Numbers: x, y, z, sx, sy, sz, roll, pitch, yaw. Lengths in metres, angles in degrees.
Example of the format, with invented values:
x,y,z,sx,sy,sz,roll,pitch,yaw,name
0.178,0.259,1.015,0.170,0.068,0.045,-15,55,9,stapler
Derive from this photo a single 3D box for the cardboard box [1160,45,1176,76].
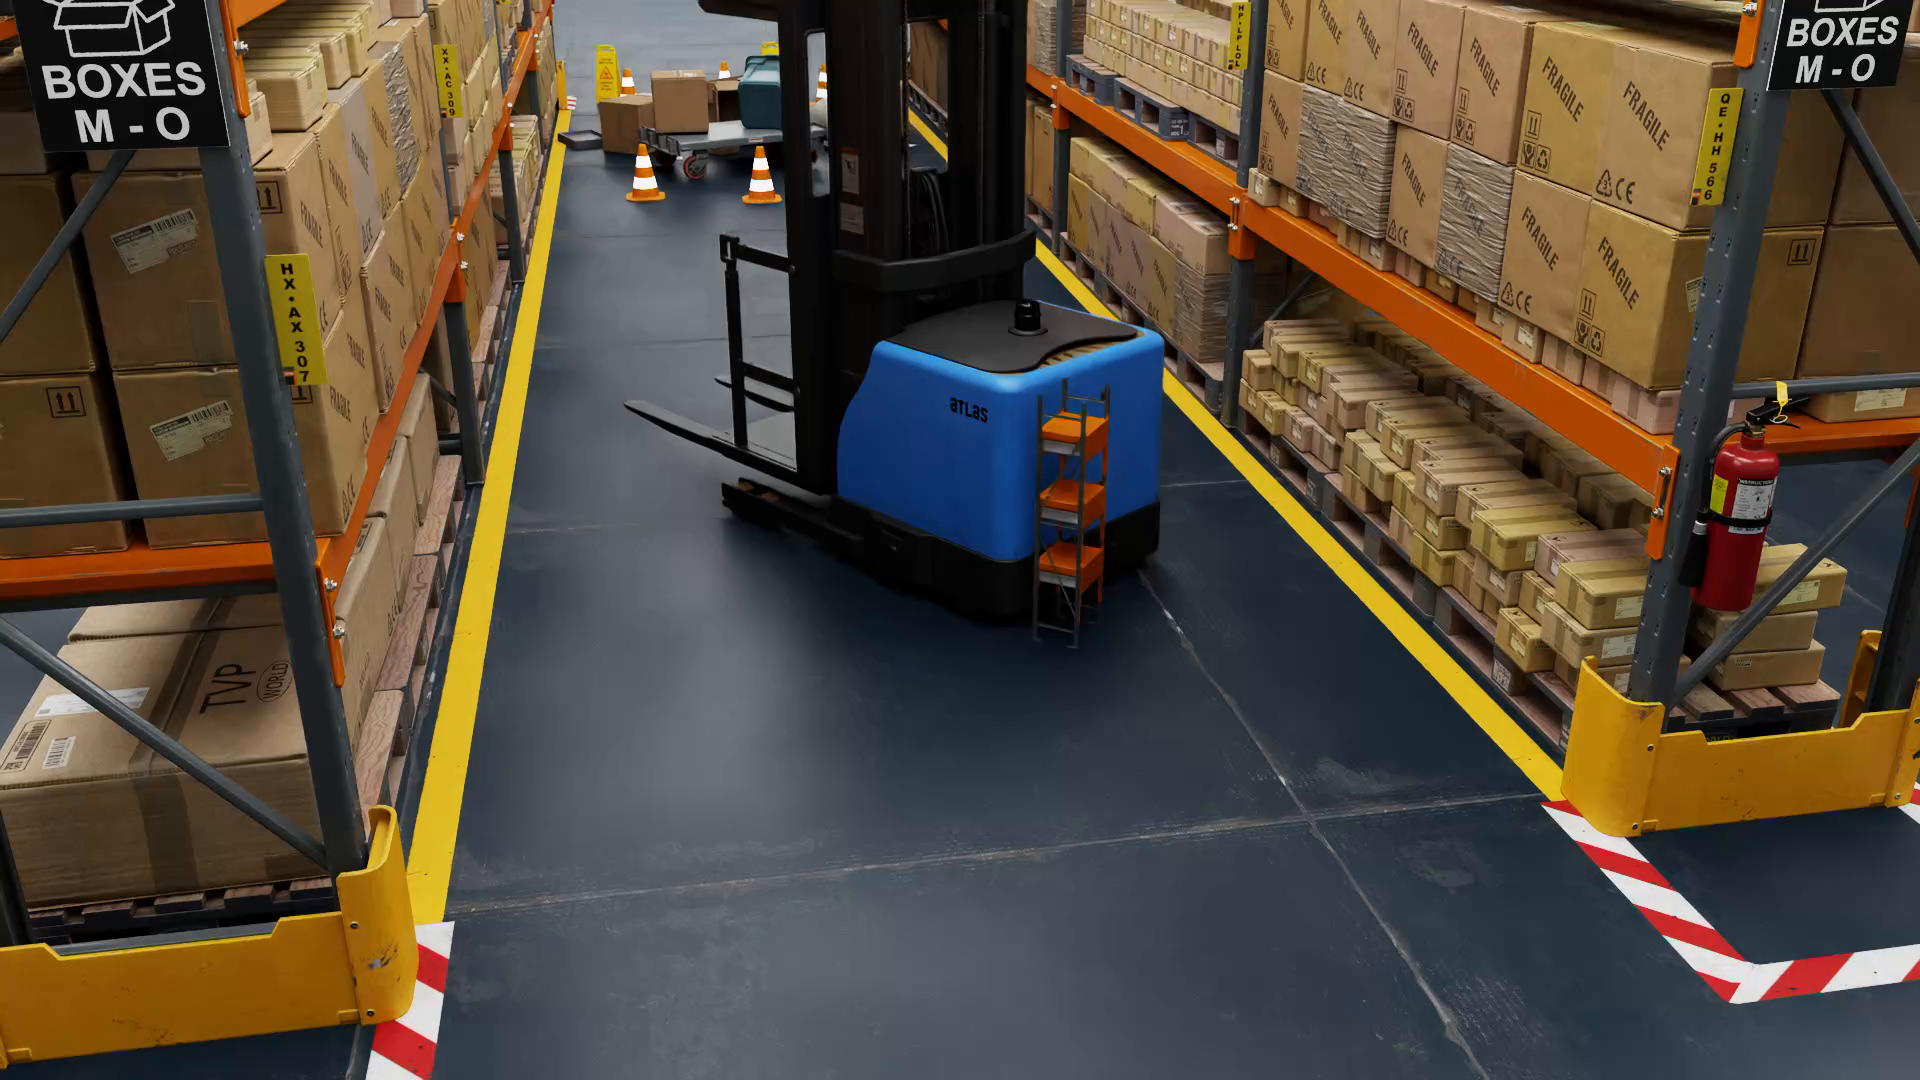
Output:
x,y,z,sx,sy,sz,roll,pitch,yaw,name
1.433,-2.914,10.092,0.380,0.149,0.250,-4,24,-10,cardboard box

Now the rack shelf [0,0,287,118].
x,y,z,sx,sy,sz,roll,pitch,yaw,name
-2.528,-1.893,5.487,1.077,0.370,4.000,-4,24,-10,rack shelf

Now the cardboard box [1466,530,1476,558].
x,y,z,sx,sy,sz,roll,pitch,yaw,name
2.263,0.007,6.653,0.380,0.149,0.250,-5,24,-10,cardboard box

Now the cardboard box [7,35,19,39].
x,y,z,sx,sy,sz,roll,pitch,yaw,name
-10.092,-5.173,17.508,0.500,0.250,0.500,-5,24,-11,cardboard box

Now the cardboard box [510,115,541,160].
x,y,z,sx,sy,sz,roll,pitch,yaw,name
-4.278,-3.563,14.919,0.950,0.372,0.625,-4,24,-9,cardboard box

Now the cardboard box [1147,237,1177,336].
x,y,z,sx,sy,sz,roll,pitch,yaw,name
1.469,-1.562,10.176,0.500,0.500,0.500,-5,24,-11,cardboard box

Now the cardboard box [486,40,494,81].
x,y,z,sx,sy,sz,roll,pitch,yaw,name
-3.200,-2.995,10.422,0.500,0.250,0.500,-5,24,-11,cardboard box

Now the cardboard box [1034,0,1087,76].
x,y,z,sx,sy,sz,roll,pitch,yaw,name
0.861,-3.817,12.617,0.500,0.500,0.500,-4,24,-10,cardboard box

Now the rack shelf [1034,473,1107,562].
x,y,z,sx,sy,sz,roll,pitch,yaw,name
0.444,-0.091,6.673,0.215,0.259,0.240,11,26,24,rack shelf

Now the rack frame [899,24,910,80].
x,y,z,sx,sy,sz,roll,pitch,yaw,name
-0.271,-6.760,19.481,1.000,3.000,0.127,-4,24,-10,rack frame

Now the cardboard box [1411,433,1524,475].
x,y,z,sx,sy,sz,roll,pitch,yaw,name
2.148,-0.331,7.053,0.380,0.149,0.250,-5,24,-12,cardboard box

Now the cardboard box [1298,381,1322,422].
x,y,z,sx,sy,sz,roll,pitch,yaw,name
1.916,-0.710,8.294,0.380,0.149,0.250,-4,24,-10,cardboard box

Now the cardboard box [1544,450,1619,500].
x,y,z,sx,sy,sz,roll,pitch,yaw,name
2.665,-0.266,6.906,0.380,0.149,0.250,-3,24,-8,cardboard box

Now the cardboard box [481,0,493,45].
x,y,z,sx,sy,sz,roll,pitch,yaw,name
-3.182,-3.326,10.244,0.500,0.500,0.500,-4,24,-9,cardboard box

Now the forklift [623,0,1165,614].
x,y,z,sx,sy,sz,roll,pitch,yaw,name
-0.500,-1.531,7.592,1.130,2.935,3.031,-21,31,-40,forklift

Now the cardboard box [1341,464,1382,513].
x,y,z,sx,sy,sz,roll,pitch,yaw,name
1.979,-0.252,7.616,0.380,0.149,0.250,-5,24,-11,cardboard box

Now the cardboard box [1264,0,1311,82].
x,y,z,sx,sy,sz,roll,pitch,yaw,name
1.792,-2.485,7.947,0.500,0.500,0.500,-4,24,-8,cardboard box

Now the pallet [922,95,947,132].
x,y,z,sx,sy,sz,roll,pitch,yaw,name
0.176,-4.695,18.236,1.003,0.211,1.213,-4,24,-10,pallet

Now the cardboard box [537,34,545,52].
x,y,z,sx,sy,sz,roll,pitch,yaw,name
-4.282,-4.862,16.298,0.380,0.149,0.250,-3,24,-8,cardboard box

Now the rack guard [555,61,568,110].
x,y,z,sx,sy,sz,roll,pitch,yaw,name
-5.103,-5.179,18.983,1.175,0.500,0.348,-4,24,-10,rack guard

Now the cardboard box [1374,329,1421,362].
x,y,z,sx,sy,sz,roll,pitch,yaw,name
2.356,-0.981,8.542,0.380,0.149,0.250,-4,24,-9,cardboard box

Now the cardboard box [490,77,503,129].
x,y,z,sx,sy,sz,roll,pitch,yaw,name
-3.179,-2.759,10.508,0.500,0.250,0.500,-4,24,-9,cardboard box

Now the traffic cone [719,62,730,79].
x,y,z,sx,sy,sz,roll,pitch,yaw,name
-2.742,-5.334,19.385,0.336,0.463,0.334,-4,24,-10,traffic cone

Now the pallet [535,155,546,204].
x,y,z,sx,sy,sz,roll,pitch,yaw,name
-4.232,-3.197,14.806,1.003,0.211,1.213,-4,24,-10,pallet

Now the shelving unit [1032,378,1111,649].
x,y,z,sx,sy,sz,roll,pitch,yaw,name
0.444,-0.101,6.669,0.215,1.050,0.252,11,26,24,shelving unit

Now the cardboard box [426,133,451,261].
x,y,z,sx,sy,sz,roll,pitch,yaw,name
-2.561,-1.517,7.350,0.500,0.500,0.500,-4,24,-9,cardboard box

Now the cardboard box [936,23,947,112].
x,y,z,sx,sy,sz,roll,pitch,yaw,name
0.250,-5.013,17.609,0.875,0.875,0.875,-4,24,-9,cardboard box

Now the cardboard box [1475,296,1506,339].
x,y,z,sx,sy,sz,roll,pitch,yaw,name
2.189,-0.862,6.289,0.380,0.149,0.250,-5,24,-12,cardboard box

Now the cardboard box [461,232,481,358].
x,y,z,sx,sy,sz,roll,pitch,yaw,name
-3.266,-1.446,9.442,0.875,0.875,0.875,-4,24,-8,cardboard box

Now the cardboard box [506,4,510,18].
x,y,z,sx,sy,sz,roll,pitch,yaw,name
-3.702,-4.189,12.573,0.500,0.500,0.500,-4,24,-9,cardboard box

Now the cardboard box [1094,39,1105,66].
x,y,z,sx,sy,sz,roll,pitch,yaw,name
1.142,-3.395,11.564,0.380,0.149,0.250,-3,24,-7,cardboard box

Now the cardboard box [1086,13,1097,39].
x,y,z,sx,sy,sz,roll,pitch,yaw,name
1.100,-3.622,11.714,0.380,0.149,0.250,-3,24,-7,cardboard box

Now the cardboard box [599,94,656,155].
x,y,z,sx,sy,sz,roll,pitch,yaw,name
-3.239,-4.159,16.644,0.500,0.500,0.500,13,27,27,cardboard box

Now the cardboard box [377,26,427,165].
x,y,z,sx,sy,sz,roll,pitch,yaw,name
-2.454,-1.773,6.688,0.500,0.500,0.500,-5,24,-11,cardboard box

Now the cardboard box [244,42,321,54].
x,y,z,sx,sy,sz,roll,pitch,yaw,name
-2.173,-1.432,5.097,0.380,0.149,0.250,-4,24,-9,cardboard box

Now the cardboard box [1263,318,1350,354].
x,y,z,sx,sy,sz,roll,pitch,yaw,name
1.808,-1.048,8.696,0.380,0.149,0.250,-3,24,-8,cardboard box

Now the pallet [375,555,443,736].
x,y,z,sx,sy,sz,roll,pitch,yaw,name
-2.606,0.429,6.503,1.003,0.211,1.213,-4,24,-10,pallet

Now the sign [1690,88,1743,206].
x,y,z,sx,sy,sz,roll,pitch,yaw,name
2.138,-1.109,4.701,0.100,0.325,0.005,-4,24,-10,sign

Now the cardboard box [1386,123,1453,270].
x,y,z,sx,sy,sz,roll,pitch,yaw,name
2.076,-1.405,6.724,0.500,0.500,0.500,-3,24,-7,cardboard box

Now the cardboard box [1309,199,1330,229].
x,y,z,sx,sy,sz,roll,pitch,yaw,name
1.900,-1.592,7.962,0.380,0.149,0.250,-5,24,-12,cardboard box

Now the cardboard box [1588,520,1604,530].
x,y,z,sx,sy,sz,roll,pitch,yaw,name
2.775,-0.025,6.725,0.380,0.149,0.250,-4,24,-8,cardboard box

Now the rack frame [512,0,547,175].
x,y,z,sx,sy,sz,roll,pitch,yaw,name
-4.378,-4.781,14.949,1.000,3.000,0.127,-4,24,-10,rack frame

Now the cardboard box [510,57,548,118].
x,y,z,sx,sy,sz,roll,pitch,yaw,name
-4.221,-4.309,15.842,0.500,0.500,0.500,-3,24,-7,cardboard box

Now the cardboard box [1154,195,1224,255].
x,y,z,sx,sy,sz,roll,pitch,yaw,name
1.480,-1.908,10.033,0.500,0.250,0.500,-3,24,-7,cardboard box

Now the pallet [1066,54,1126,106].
x,y,z,sx,sy,sz,roll,pitch,yaw,name
1.444,-3.253,11.691,1.213,0.211,1.003,-4,24,-10,pallet

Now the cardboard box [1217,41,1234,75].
x,y,z,sx,sy,sz,roll,pitch,yaw,name
1.631,-2.639,9.091,0.380,0.149,0.250,-5,24,-11,cardboard box

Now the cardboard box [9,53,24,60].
x,y,z,sx,sy,sz,roll,pitch,yaw,name
-2.608,-1.392,5.005,0.380,0.149,0.250,-5,24,-10,cardboard box

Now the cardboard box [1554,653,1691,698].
x,y,z,sx,sy,sz,roll,pitch,yaw,name
2.385,0.455,5.997,0.380,0.149,0.250,-4,24,-9,cardboard box

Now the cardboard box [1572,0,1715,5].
x,y,z,sx,sy,sz,roll,pitch,yaw,name
2.594,-1.908,6.625,0.500,0.500,0.500,-5,24,-11,cardboard box

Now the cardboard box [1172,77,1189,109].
x,y,z,sx,sy,sz,roll,pitch,yaw,name
1.484,-2.667,9.898,0.380,0.149,0.250,-5,24,-12,cardboard box

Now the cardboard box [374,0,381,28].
x,y,z,sx,sy,sz,roll,pitch,yaw,name
-2.550,-2.127,6.689,0.380,0.149,0.250,-4,24,-10,cardboard box

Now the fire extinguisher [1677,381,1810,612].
x,y,z,sx,sy,sz,roll,pitch,yaw,name
2.280,-0.127,4.857,0.296,0.674,0.183,-4,24,-10,fire extinguisher

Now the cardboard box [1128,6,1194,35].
x,y,z,sx,sy,sz,roll,pitch,yaw,name
1.297,-3.355,10.729,0.380,0.149,0.250,-3,24,-7,cardboard box

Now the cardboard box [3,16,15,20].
x,y,z,sx,sy,sz,roll,pitch,yaw,name
-9.360,-5.254,15.907,0.500,0.500,0.500,-4,24,-9,cardboard box
